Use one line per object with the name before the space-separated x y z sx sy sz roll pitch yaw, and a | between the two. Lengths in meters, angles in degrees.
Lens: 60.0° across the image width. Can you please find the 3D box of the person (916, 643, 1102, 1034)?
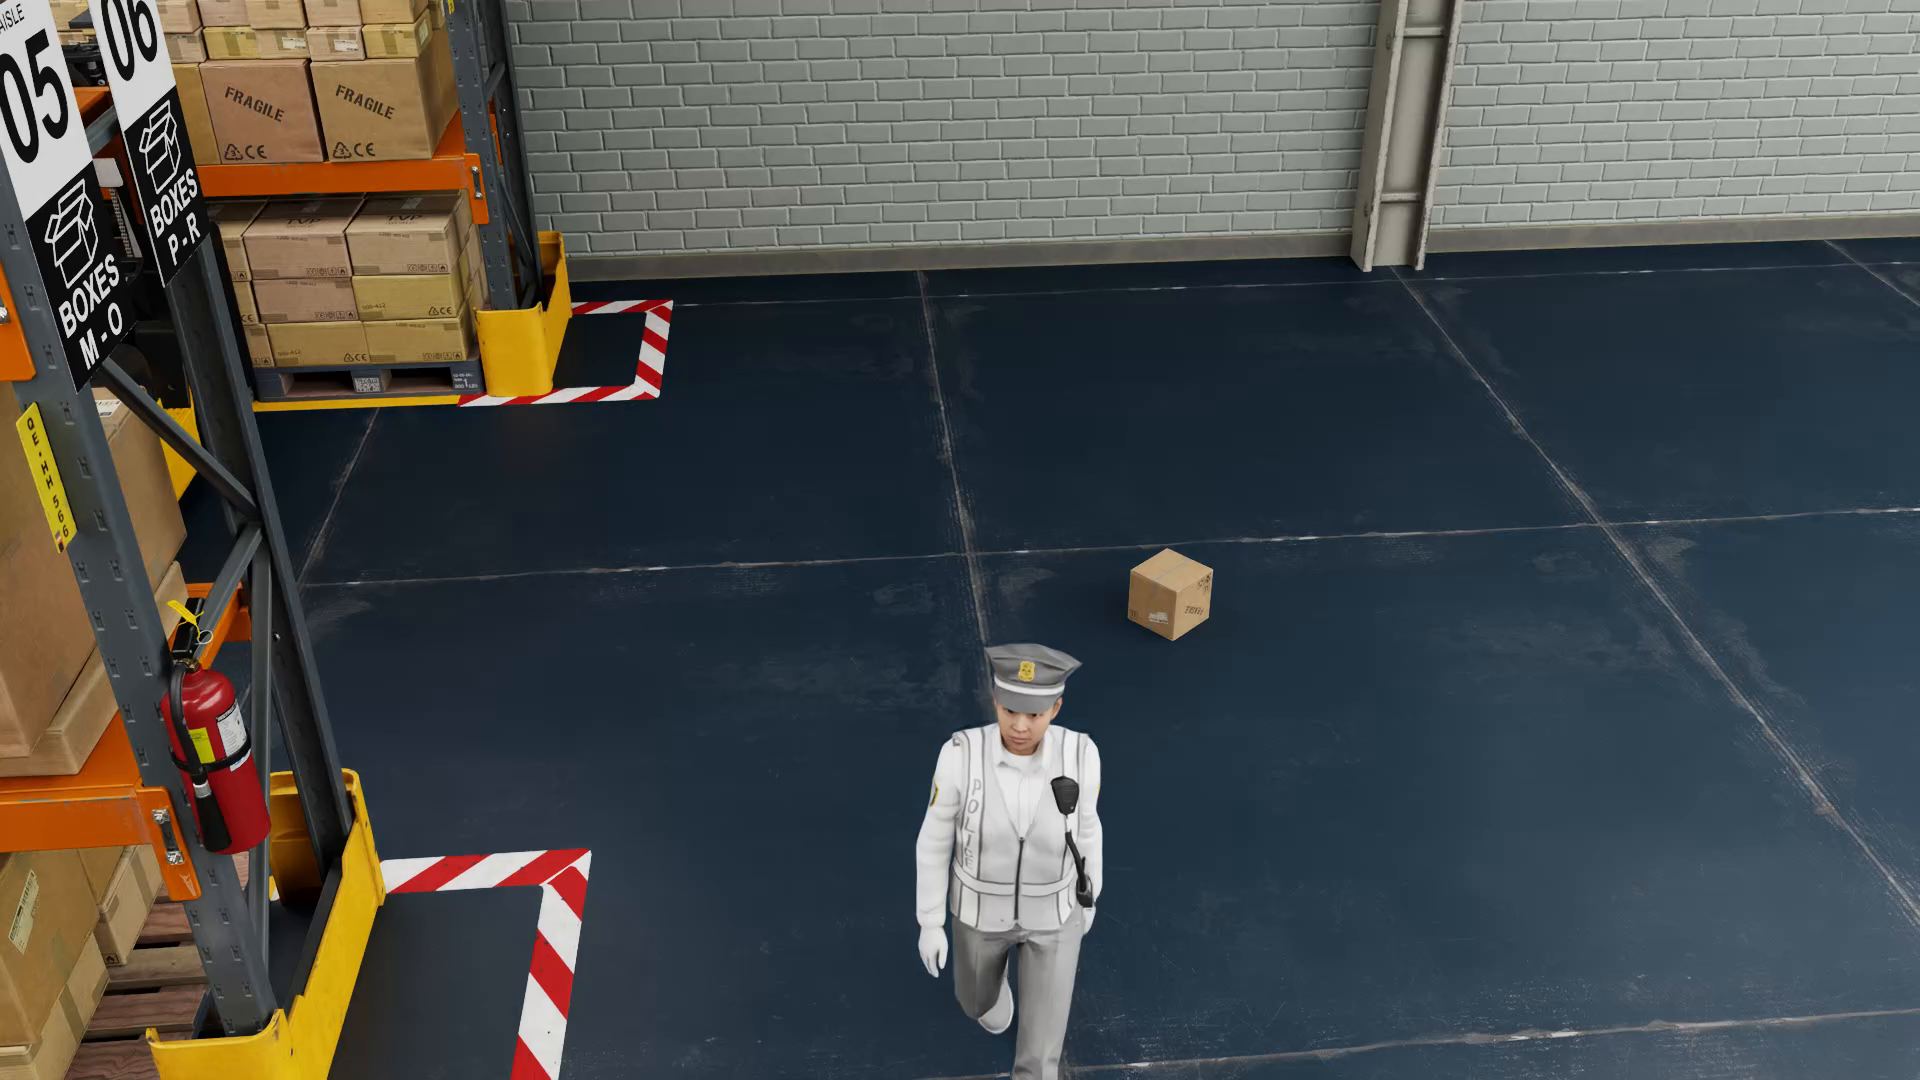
person | 0.136 0.958 4.511 0.502 1.654 0.873 1 31 2
